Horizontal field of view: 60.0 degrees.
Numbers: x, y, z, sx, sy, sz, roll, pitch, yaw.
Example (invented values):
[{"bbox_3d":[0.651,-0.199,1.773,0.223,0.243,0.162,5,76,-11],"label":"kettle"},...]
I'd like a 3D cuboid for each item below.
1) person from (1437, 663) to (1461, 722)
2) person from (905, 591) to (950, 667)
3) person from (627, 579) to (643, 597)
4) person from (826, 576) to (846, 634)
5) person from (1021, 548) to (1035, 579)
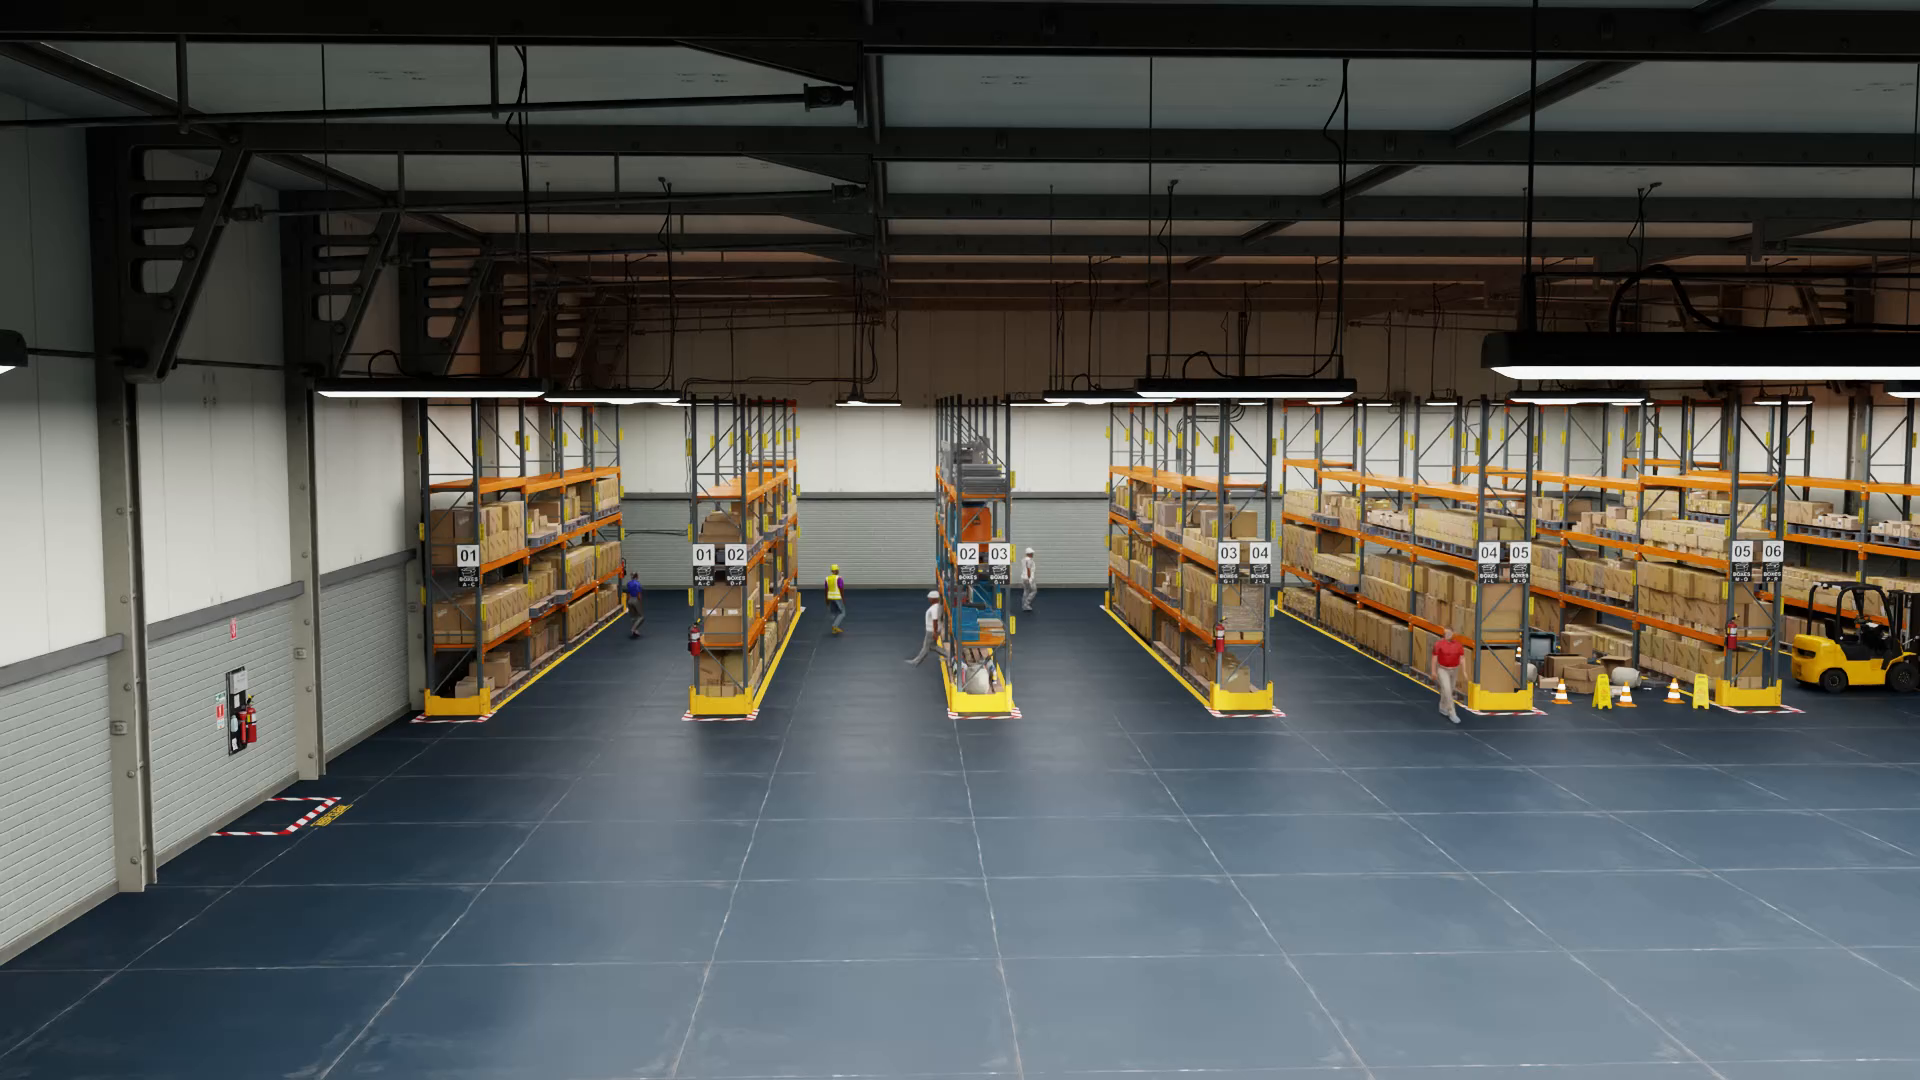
[{"bbox_3d":[9.040,2.770,30.676,0.412,1.038,0.923,-1,5,-12],"label":"person"},{"bbox_3d":[-0.671,1.950,36.566,1.013,1.686,0.592,2,5,21],"label":"person"},{"bbox_3d":[-8.166,1.230,41.841,0.437,0.501,0.272,3,6,36],"label":"person"},{"bbox_3d":[-3.173,1.650,42.363,0.487,1.499,0.497,3,6,37],"label":"person"},{"bbox_3d":[1.952,0.758,47.250,0.385,1.074,0.595,-1,5,-17],"label":"person"}]
